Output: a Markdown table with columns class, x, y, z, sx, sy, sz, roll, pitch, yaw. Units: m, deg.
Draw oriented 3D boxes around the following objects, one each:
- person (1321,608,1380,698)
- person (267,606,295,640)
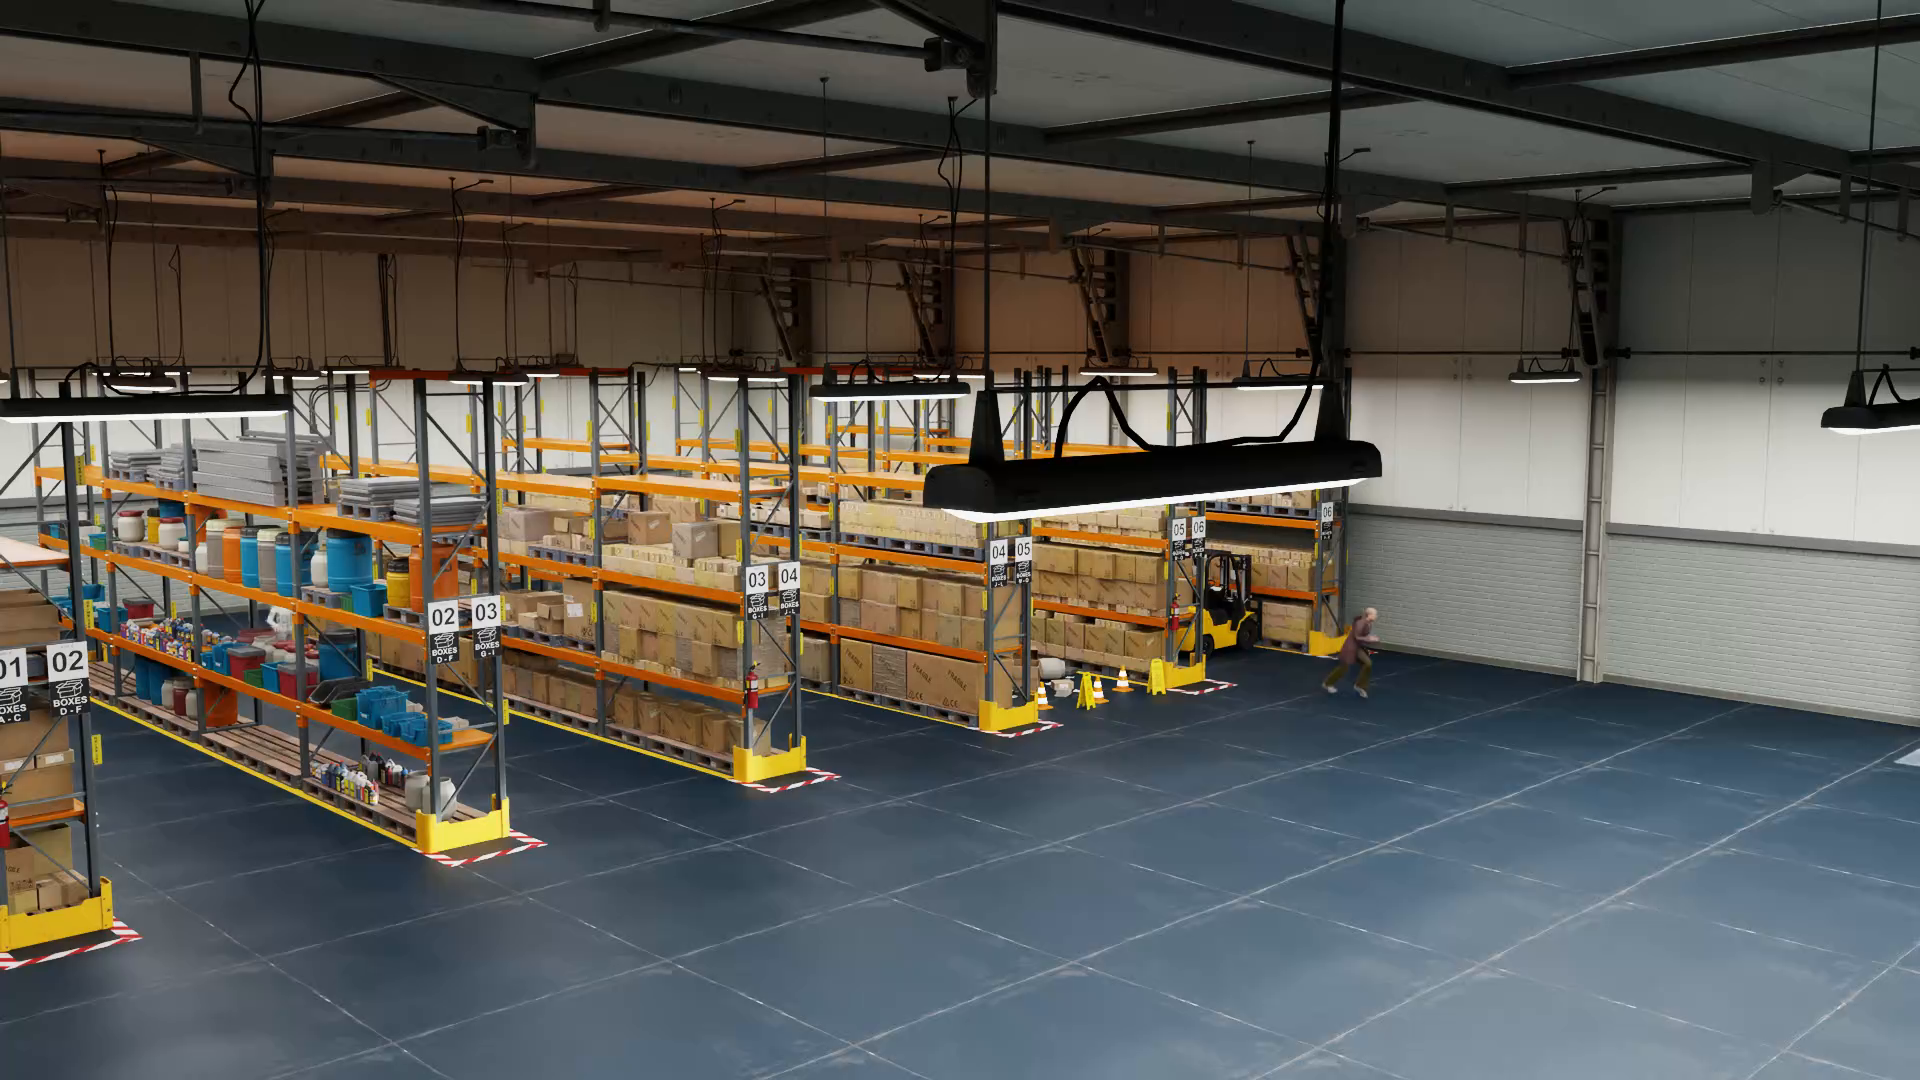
| class | x | y | z | sx | sy | sz | roll | pitch | yaw |
| --- | --- | --- | --- | --- | --- | --- | --- | --- | --- |
| person | 7.201 | 2.076 | 30.620 | 1.072 | 1.734 | 0.751 | 3 | 7 | 28 |
| person | -13.376 | 1.801 | 32.897 | 0.561 | 1.647 | 0.615 | 6 | 9 | 41 |
